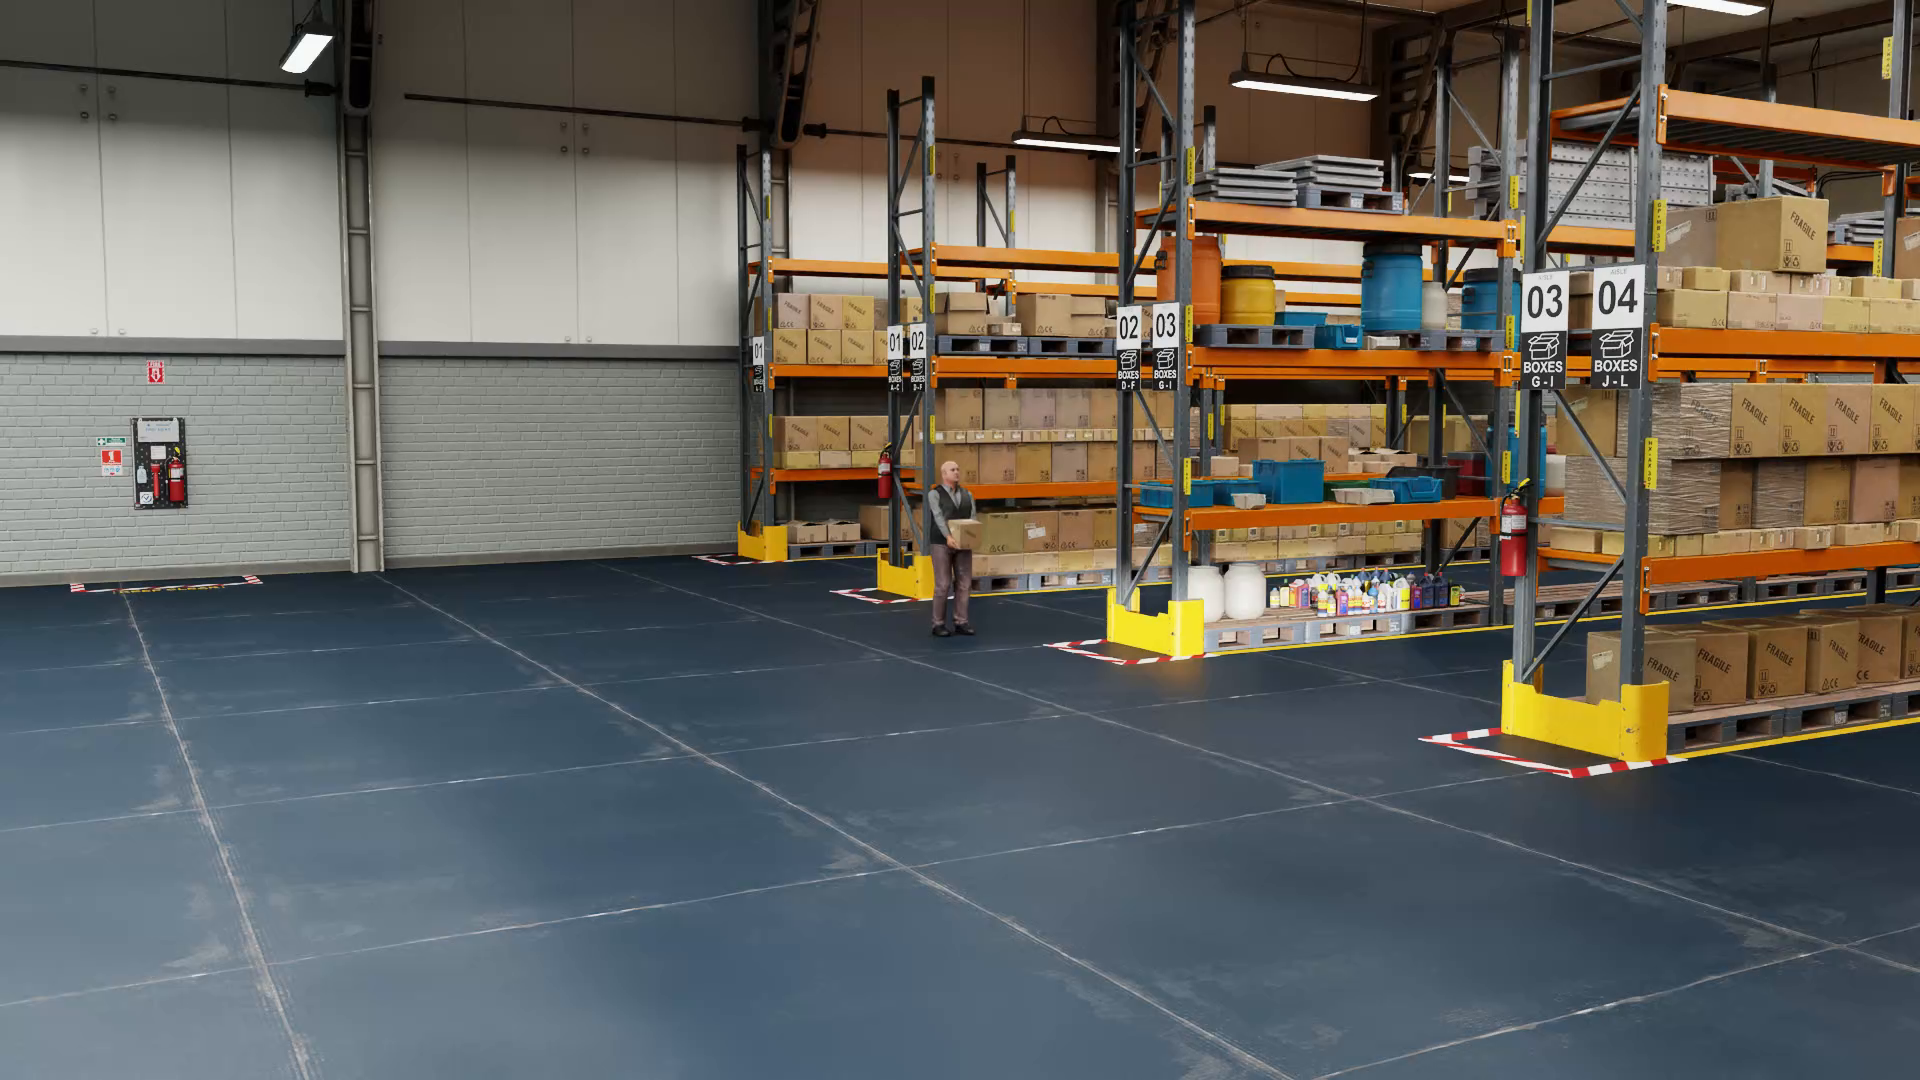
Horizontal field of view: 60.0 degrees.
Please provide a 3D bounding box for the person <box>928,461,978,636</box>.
[{"bbox_3d":[-0.031,0.085,16.436,0.498,1.716,0.550,-3,6,-29],"label":"person"}]
